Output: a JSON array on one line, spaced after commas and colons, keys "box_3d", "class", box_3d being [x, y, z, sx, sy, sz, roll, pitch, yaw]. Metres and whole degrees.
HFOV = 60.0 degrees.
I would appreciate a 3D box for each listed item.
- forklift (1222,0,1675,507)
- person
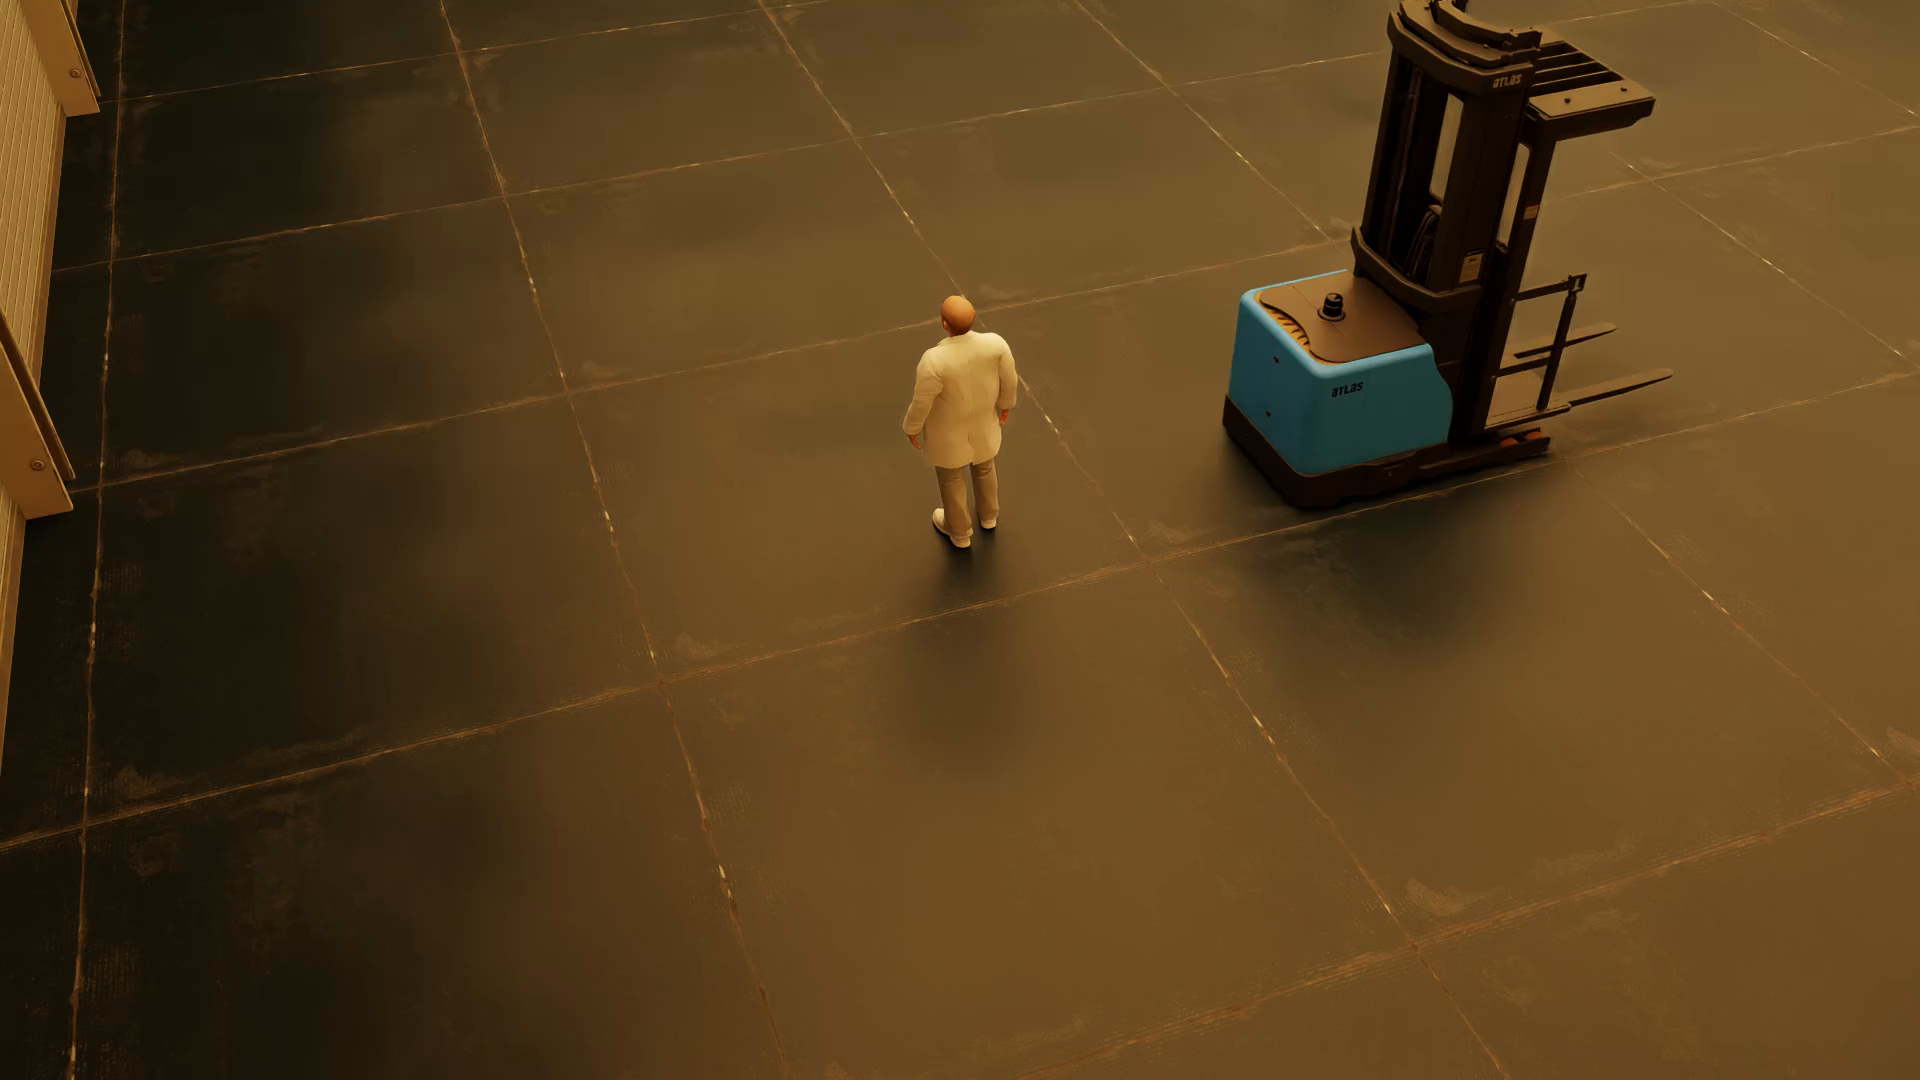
[{"box_3d": [3.320, -1.926, 10.290, 3.031, 2.935, 1.130, -14, 42, -16], "class": "forklift"}, {"box_3d": [-0.012, -0.745, 9.770, 0.665, 1.775, 0.581, -13, 42, -15], "class": "person"}]
